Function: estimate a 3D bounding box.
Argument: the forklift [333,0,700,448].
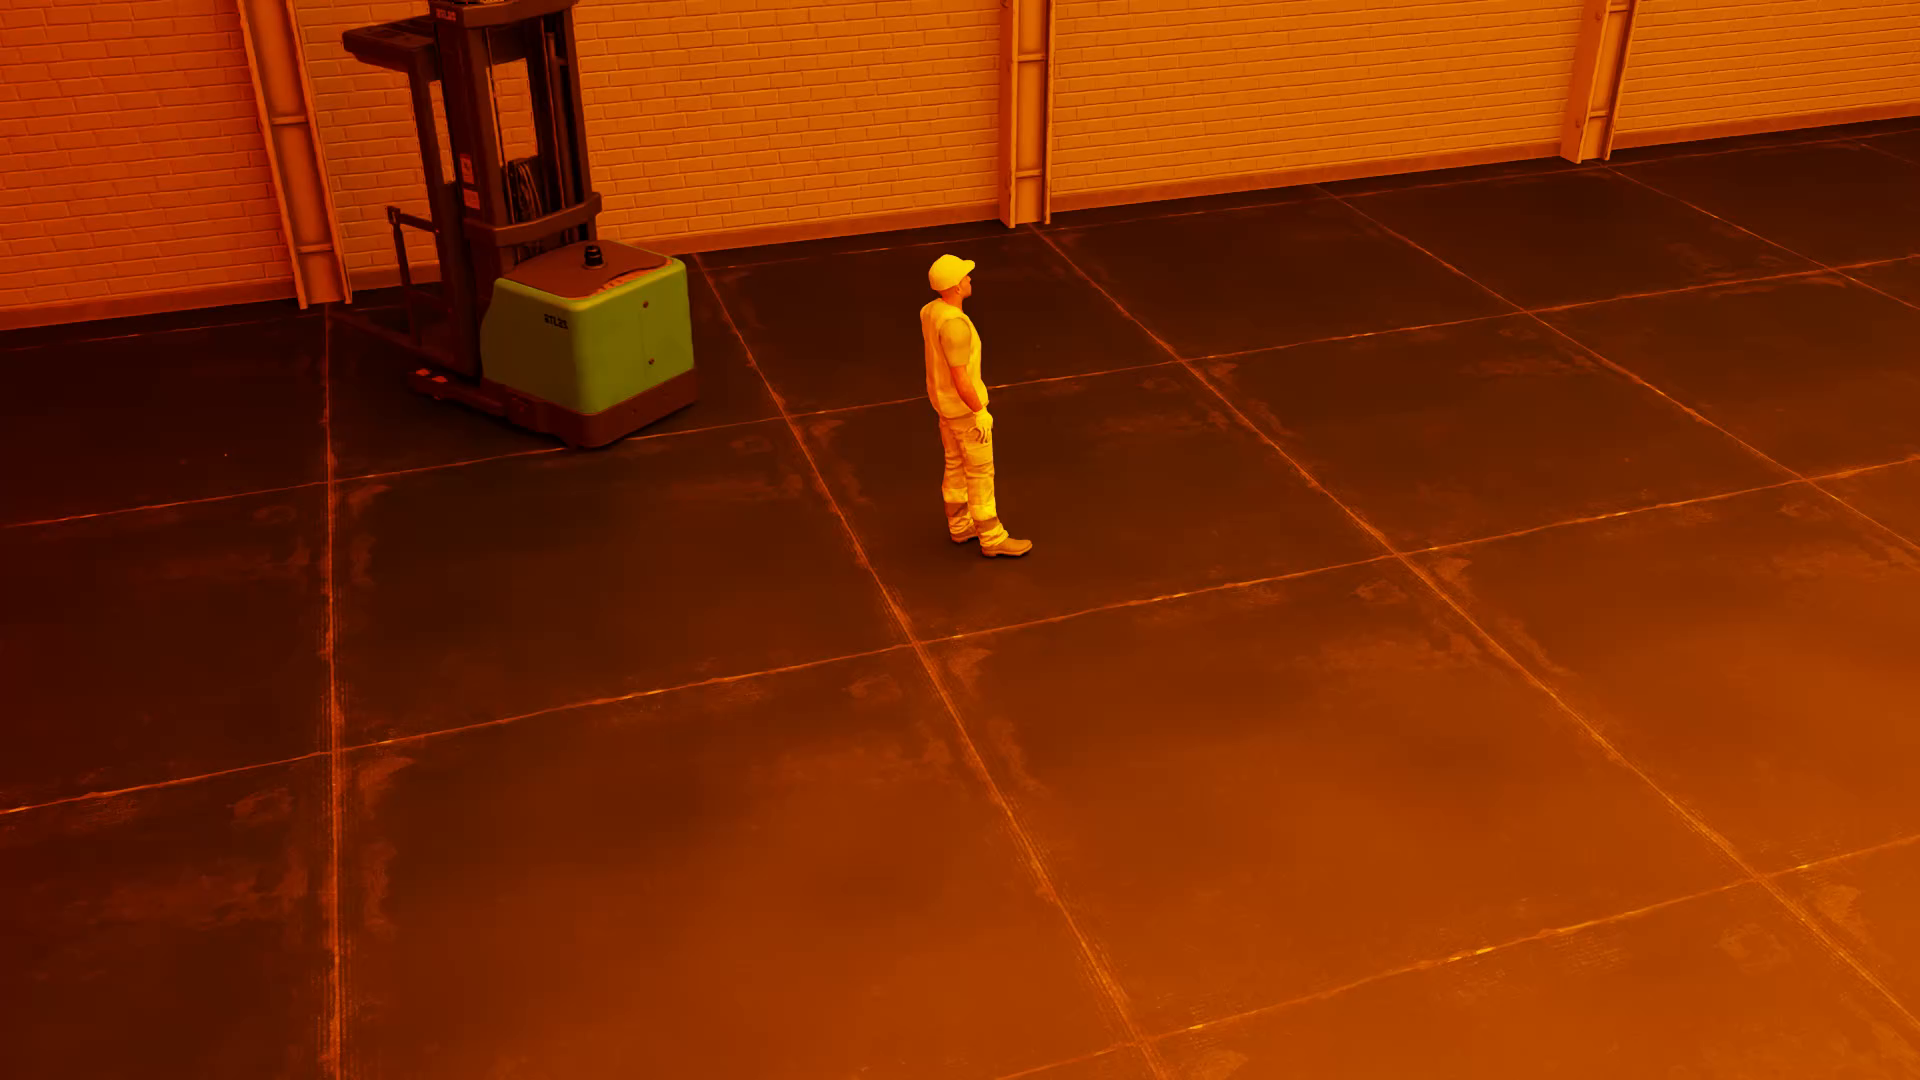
[{"bbox_3d":[-3.308,-2.452,11.348,3.031,2.935,1.130,20,36,31],"label":"forklift"}]

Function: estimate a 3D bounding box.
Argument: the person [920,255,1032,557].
[{"bbox_3d":[0.080,-0.789,9.590,0.562,1.789,0.638,-10,31,-16],"label":"person"}]
